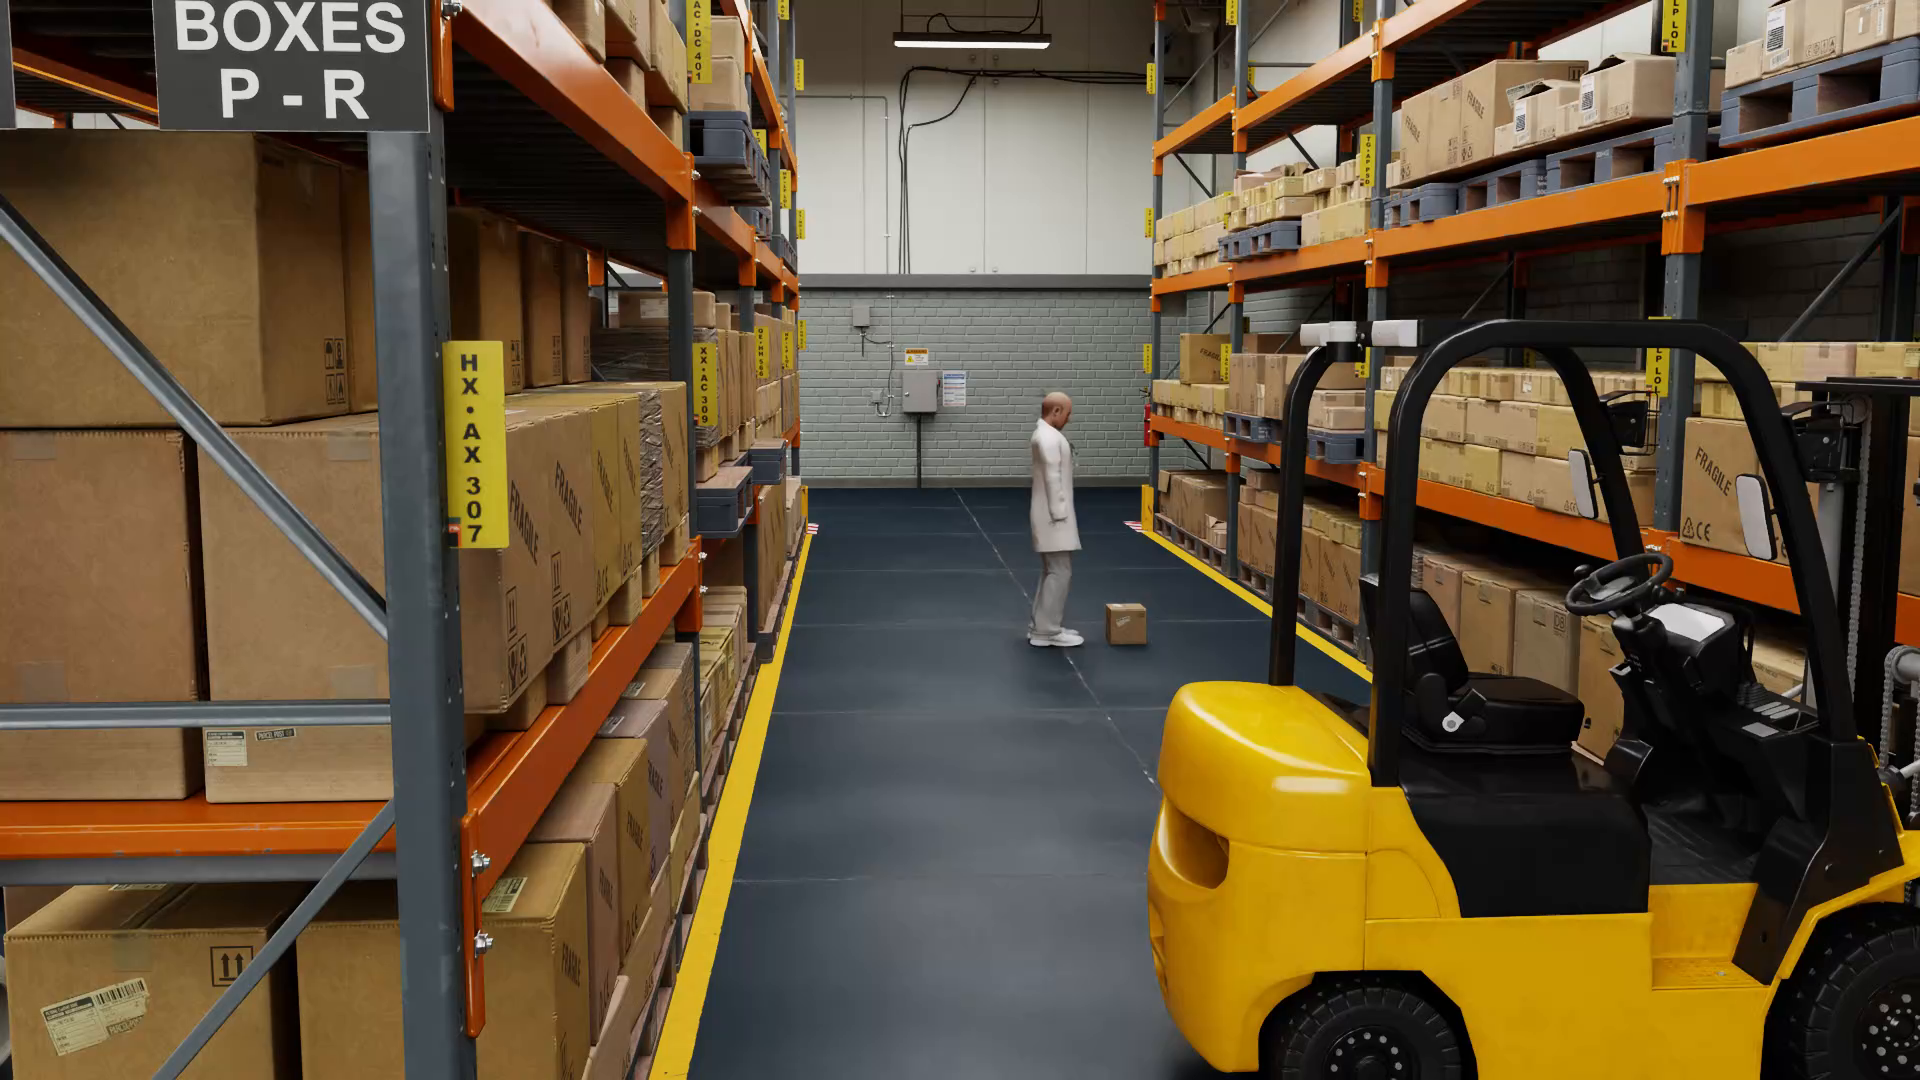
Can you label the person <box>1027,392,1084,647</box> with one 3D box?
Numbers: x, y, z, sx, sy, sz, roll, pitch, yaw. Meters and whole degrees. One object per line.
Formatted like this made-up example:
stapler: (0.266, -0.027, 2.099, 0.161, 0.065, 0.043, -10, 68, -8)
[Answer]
person: (0.669, -0.152, 11.668, 0.379, 1.771, 0.565, 0, 7, -3)
